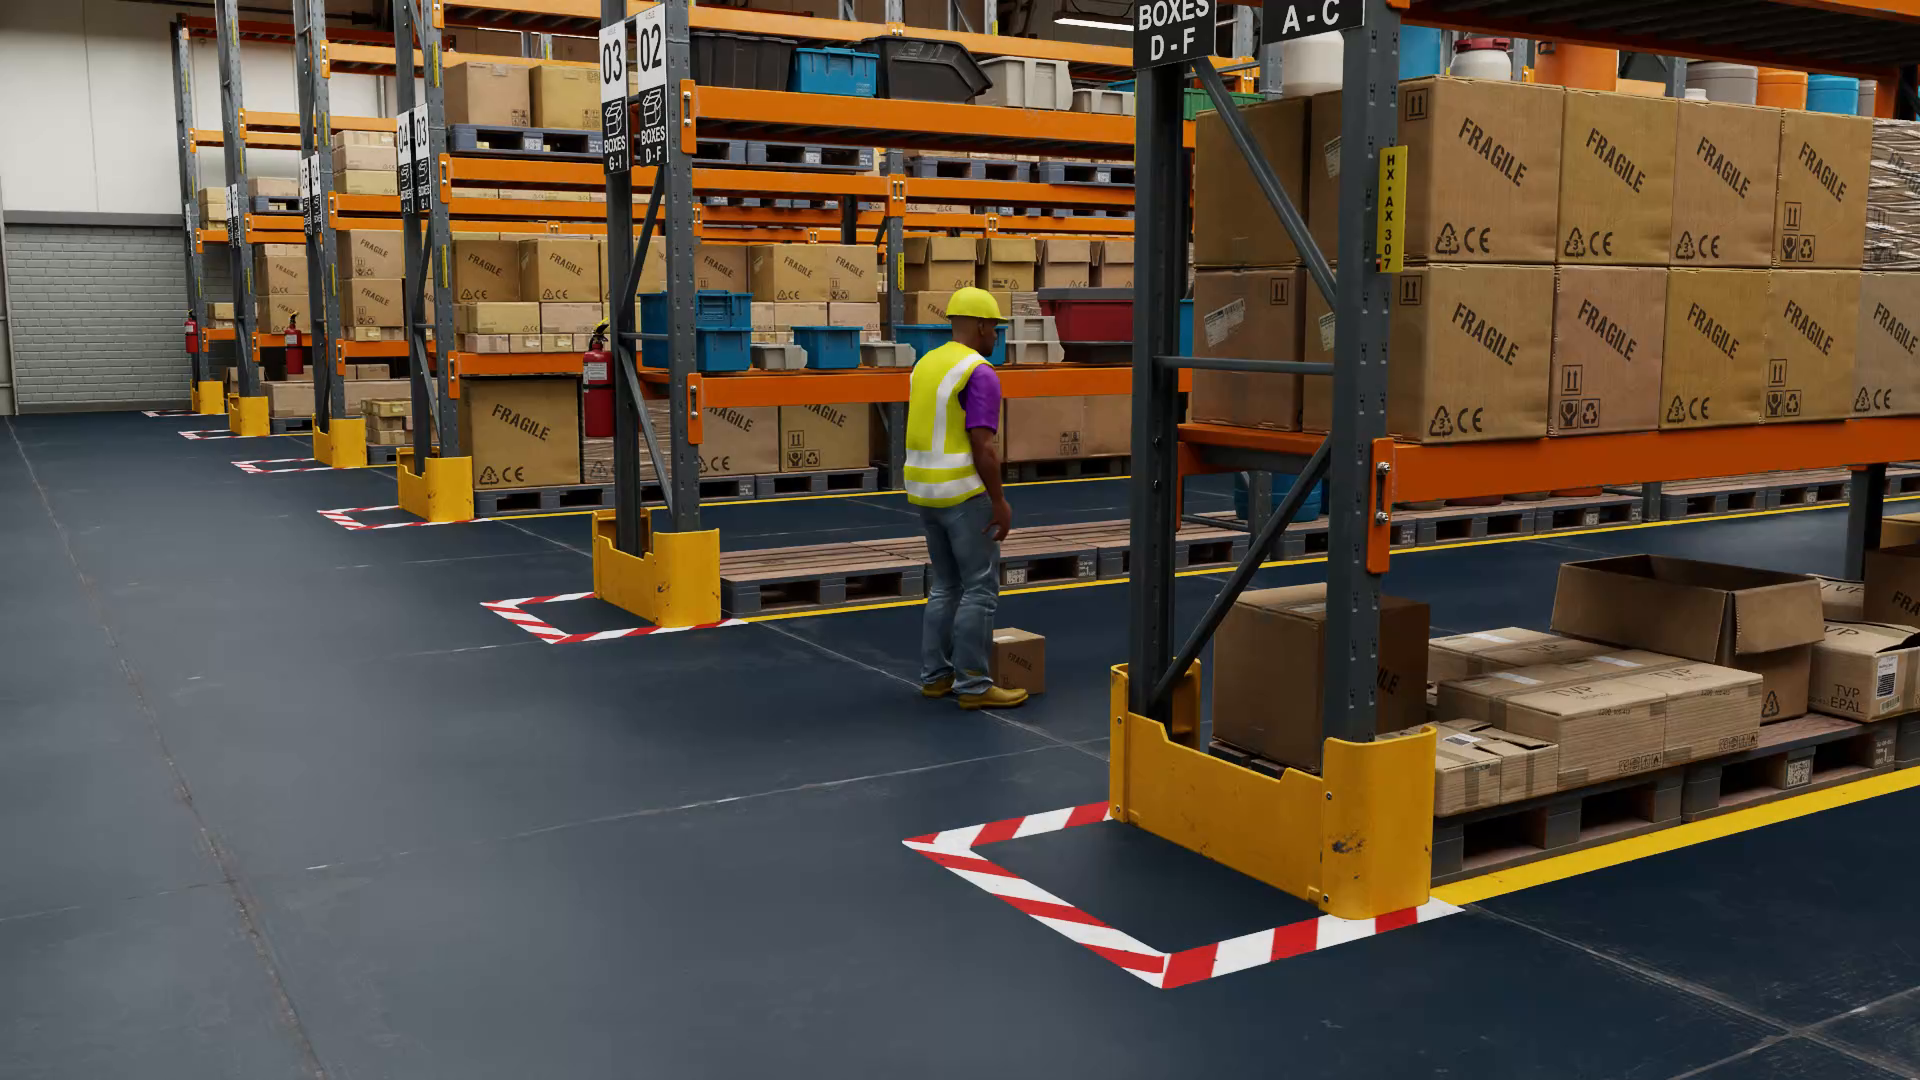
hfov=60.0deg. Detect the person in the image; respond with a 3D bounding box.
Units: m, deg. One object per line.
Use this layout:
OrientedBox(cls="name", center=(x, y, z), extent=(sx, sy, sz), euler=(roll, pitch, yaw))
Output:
OrientedBox(cls="person", center=(0.014, -0.187, 7.072), extent=(0.461, 1.760, 0.627), euler=(-5, 9, -31))
